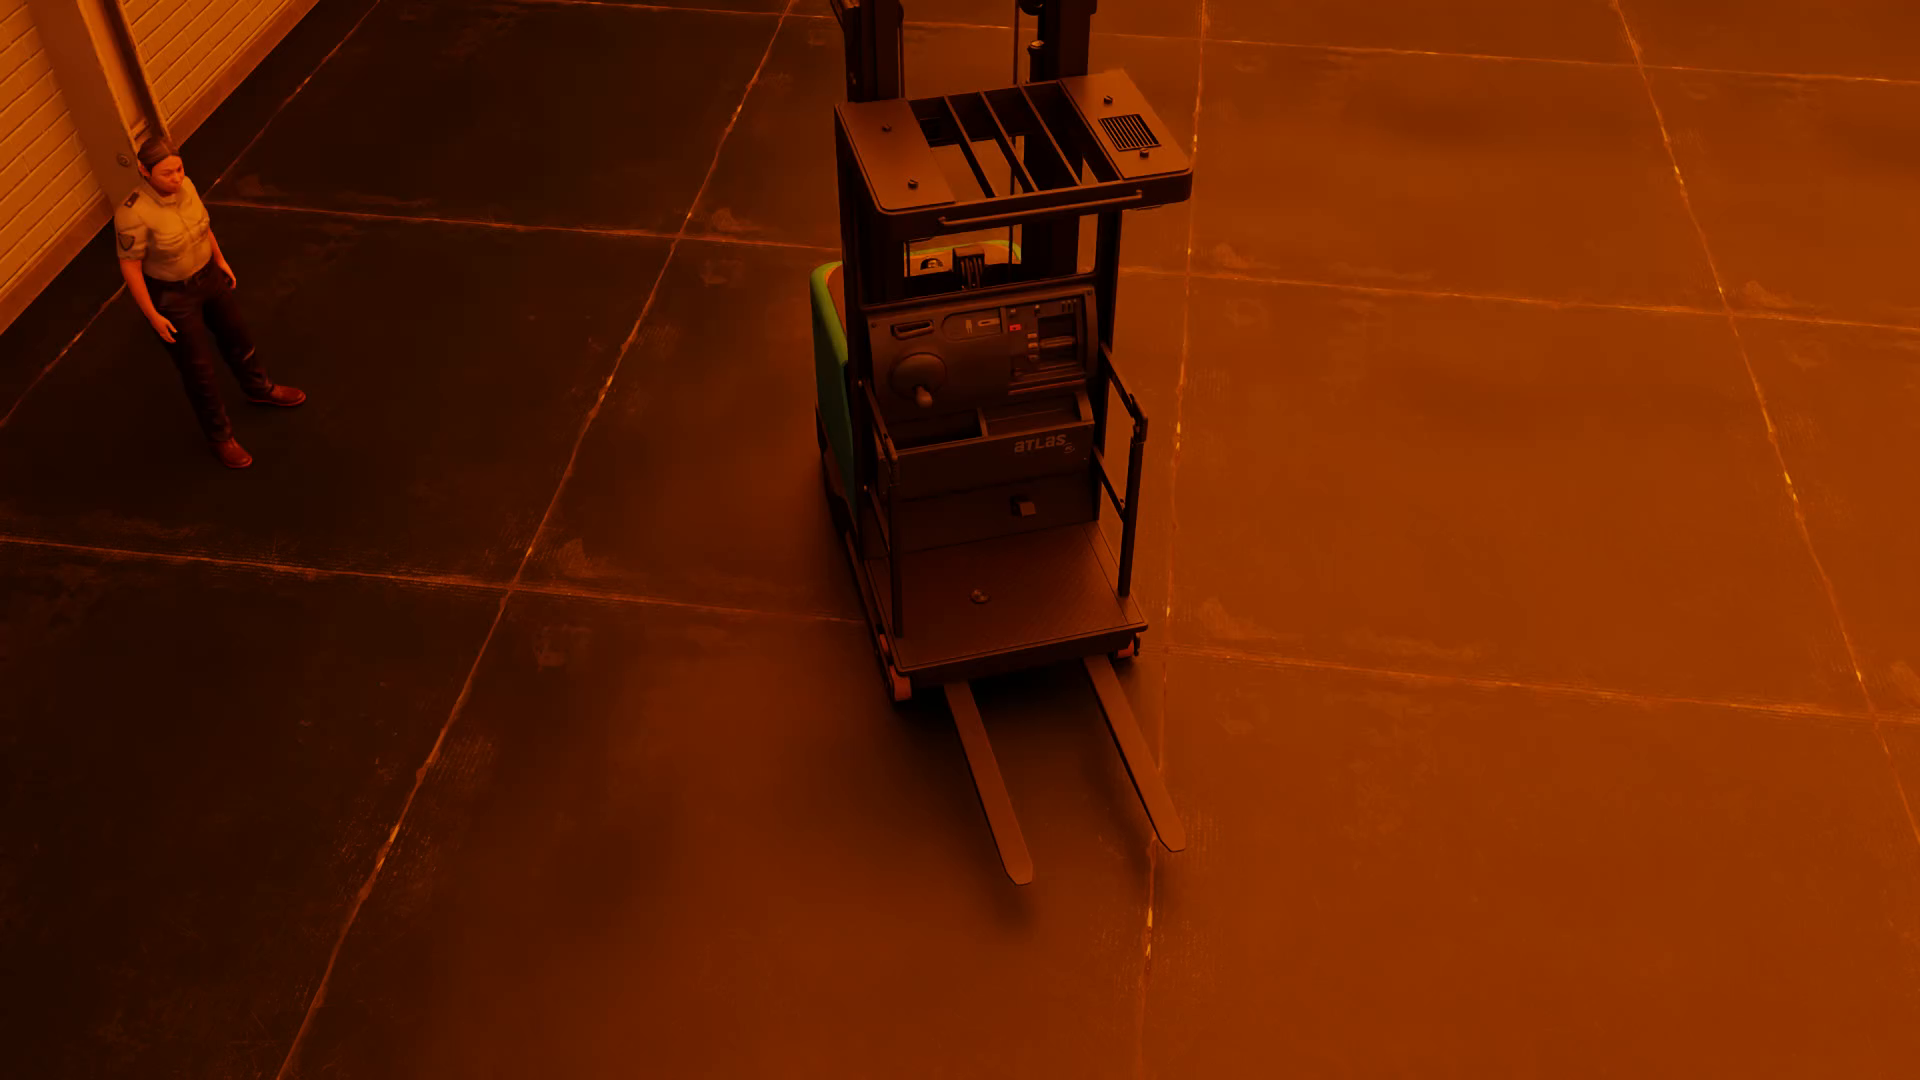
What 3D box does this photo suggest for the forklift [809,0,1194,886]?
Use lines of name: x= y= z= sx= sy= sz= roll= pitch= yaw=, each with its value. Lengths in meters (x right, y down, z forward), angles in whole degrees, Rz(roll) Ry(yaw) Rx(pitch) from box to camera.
forklift: x=0.153 y=-0.681 z=6.465 sx=1.130 sy=2.935 sz=3.031 roll=-10 pitch=44 yaw=-11

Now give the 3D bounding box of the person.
person: x=-3.658 y=-1.190 z=7.972 sx=0.431 sy=1.656 sz=0.630 roll=13 pitch=44 yaw=14
